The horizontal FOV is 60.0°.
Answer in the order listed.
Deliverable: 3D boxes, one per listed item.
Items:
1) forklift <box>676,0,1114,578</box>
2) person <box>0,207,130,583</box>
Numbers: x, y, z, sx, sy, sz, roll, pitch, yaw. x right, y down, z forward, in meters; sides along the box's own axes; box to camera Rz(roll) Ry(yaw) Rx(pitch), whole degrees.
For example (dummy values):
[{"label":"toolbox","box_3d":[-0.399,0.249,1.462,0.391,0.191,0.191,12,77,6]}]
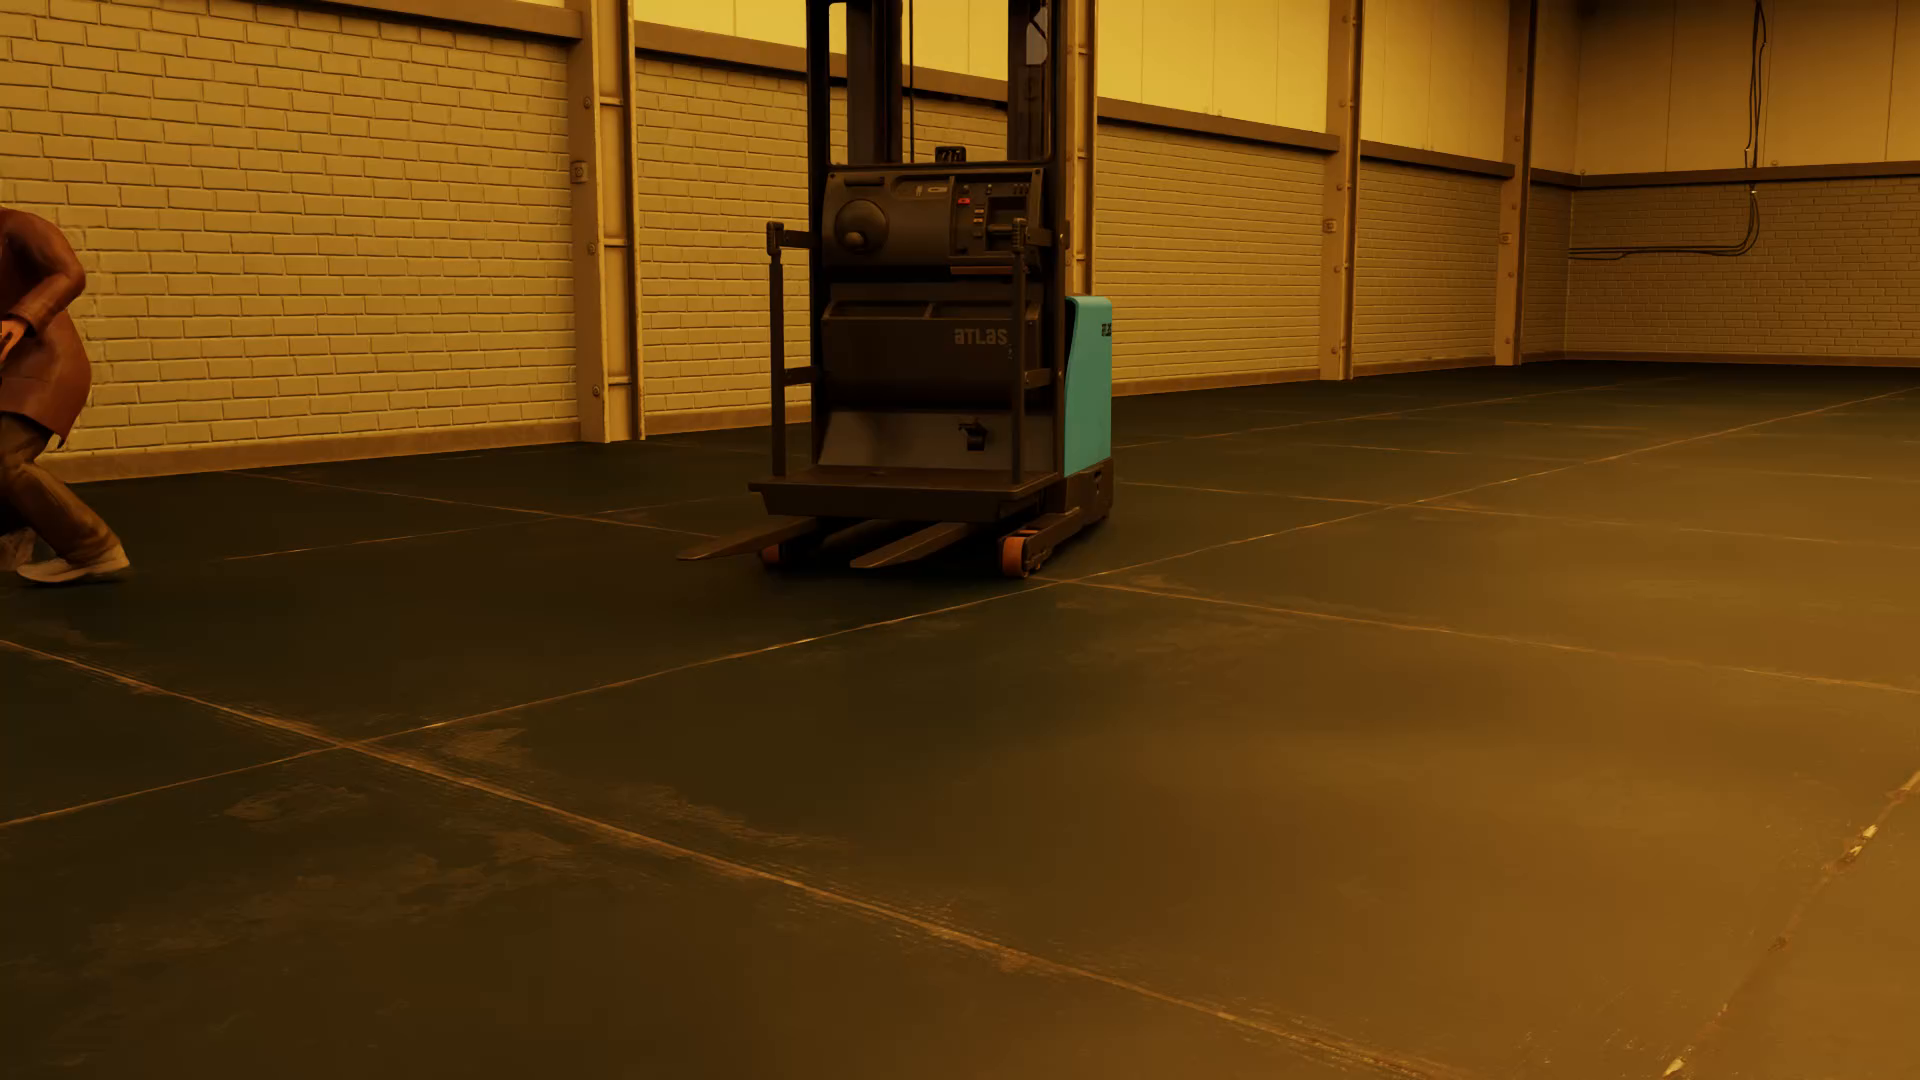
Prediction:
[{"label":"forklift","box_3d":[-0.176,-1.366,6.616,1.130,2.935,3.031,3,9,17]},{"label":"person","box_3d":[-3.622,-0.600,6.288,1.069,1.688,0.539,6,10,36]}]
